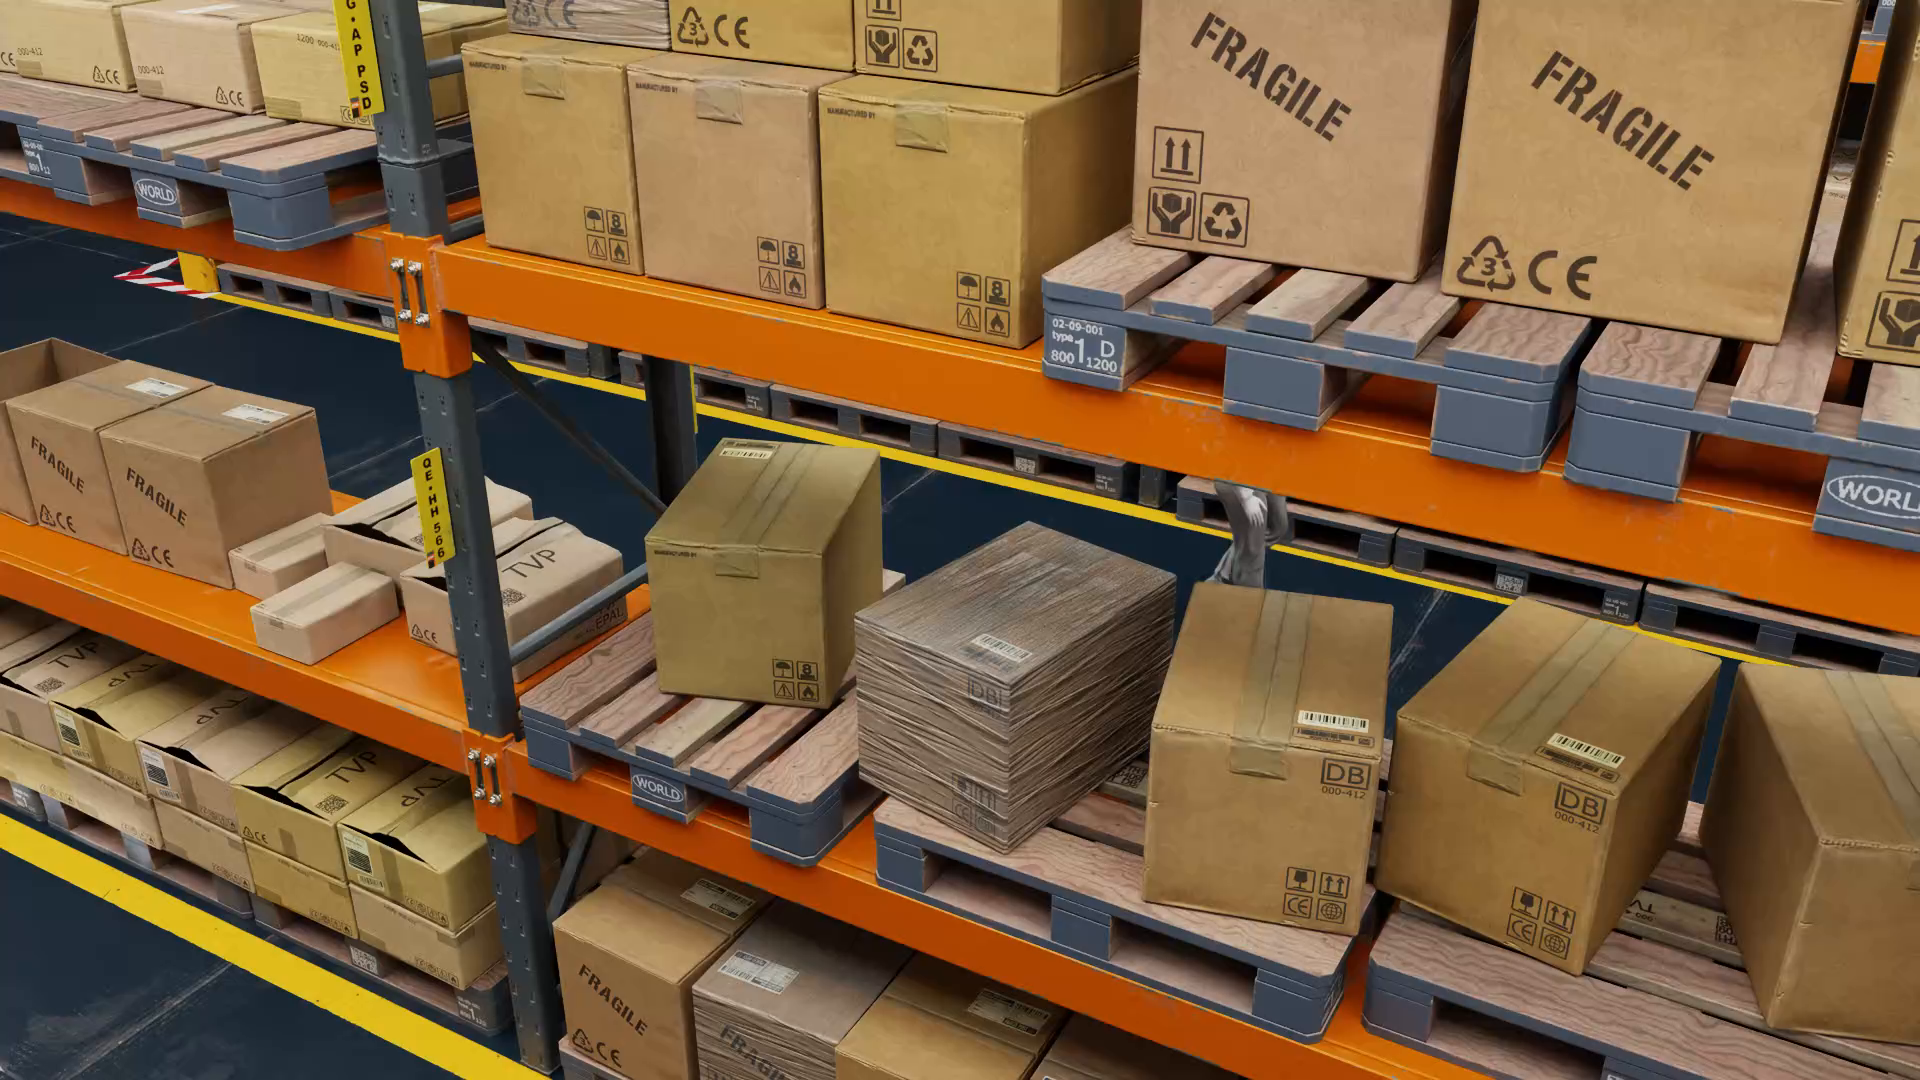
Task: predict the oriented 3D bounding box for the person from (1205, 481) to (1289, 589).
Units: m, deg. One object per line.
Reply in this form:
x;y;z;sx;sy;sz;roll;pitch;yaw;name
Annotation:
1.381;-0.278;7.647;0.518;1.674;0.558;9;28;17;person
